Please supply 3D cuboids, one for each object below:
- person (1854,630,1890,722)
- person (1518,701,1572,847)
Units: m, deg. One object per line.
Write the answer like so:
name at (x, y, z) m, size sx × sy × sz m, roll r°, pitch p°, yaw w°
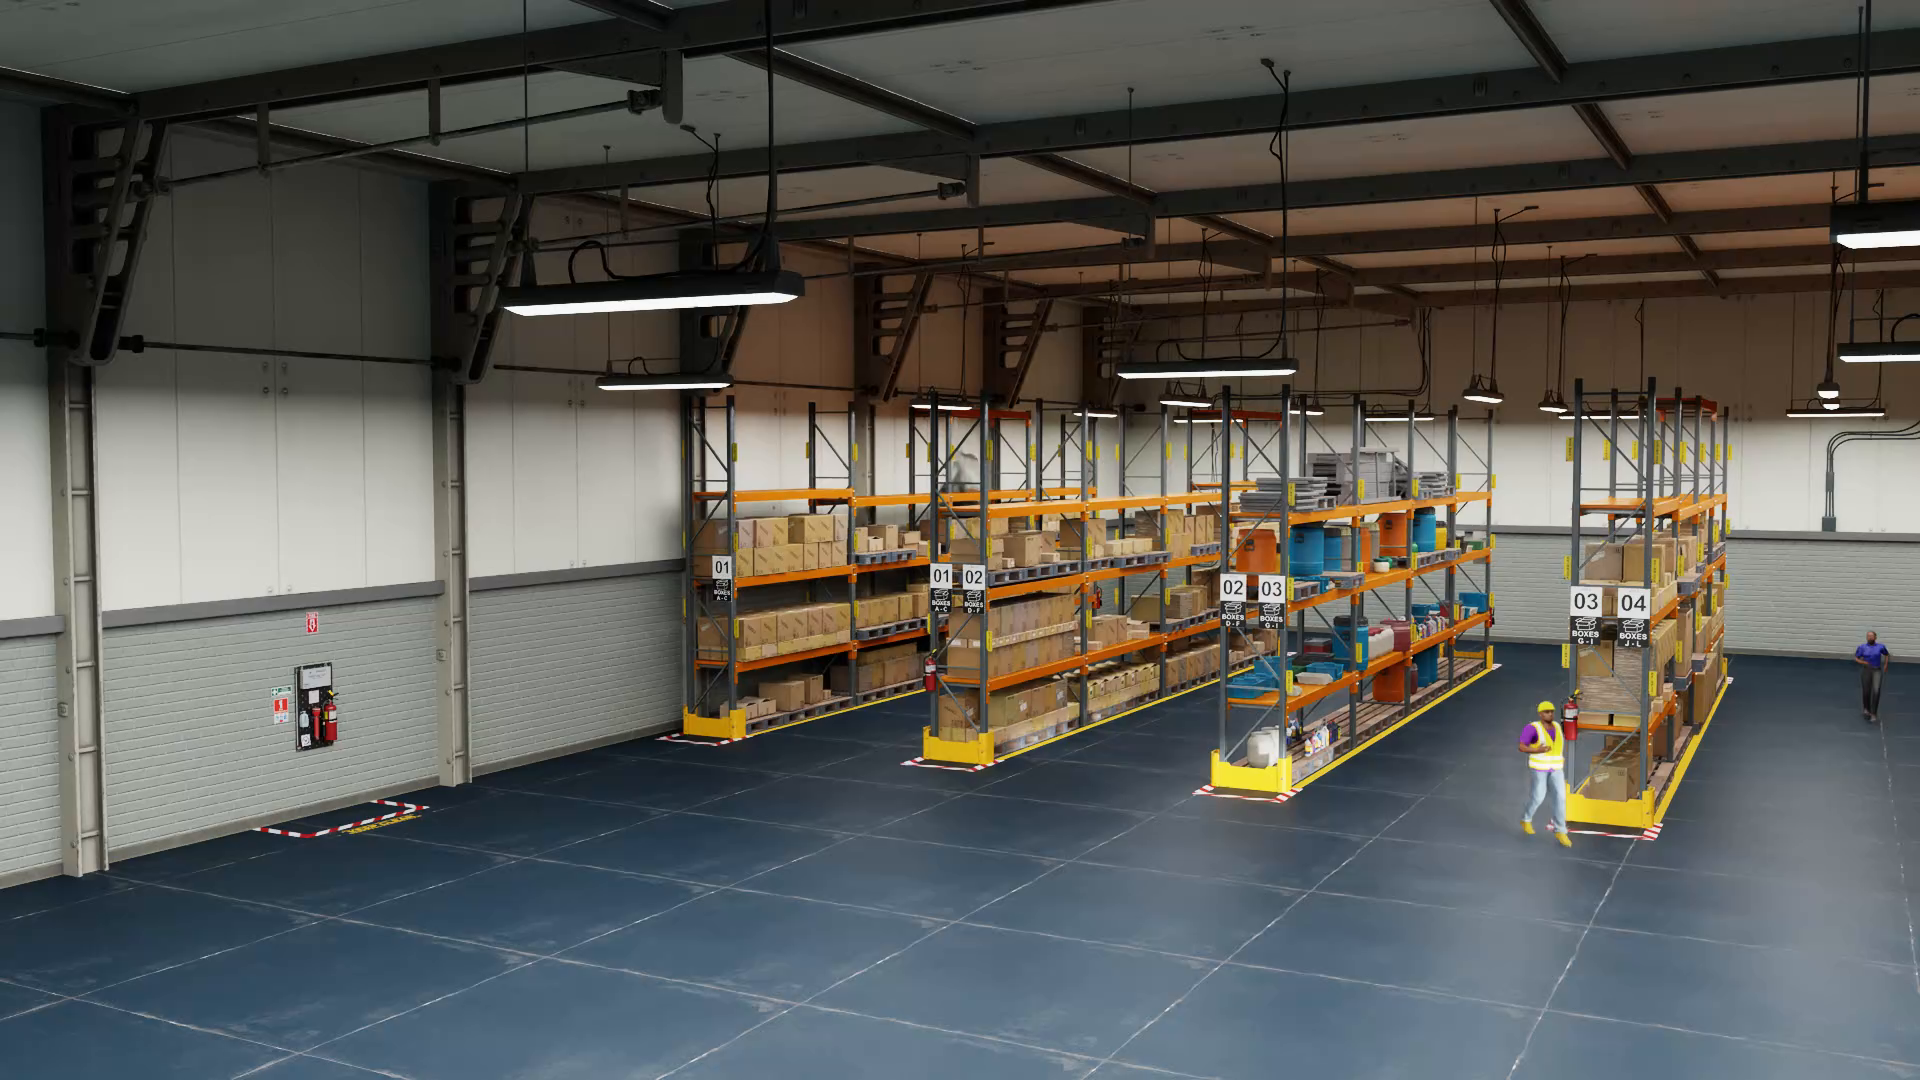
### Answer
person at (17.094, 2.548, 31.198) m, size 0.581 × 1.709 × 0.759 m, roll 2°, pitch 4°, yaw 31°
person at (7.528, 2.976, 21.414) m, size 0.698 × 1.804 × 0.841 m, roll 0°, pitch 3°, yaw -9°
